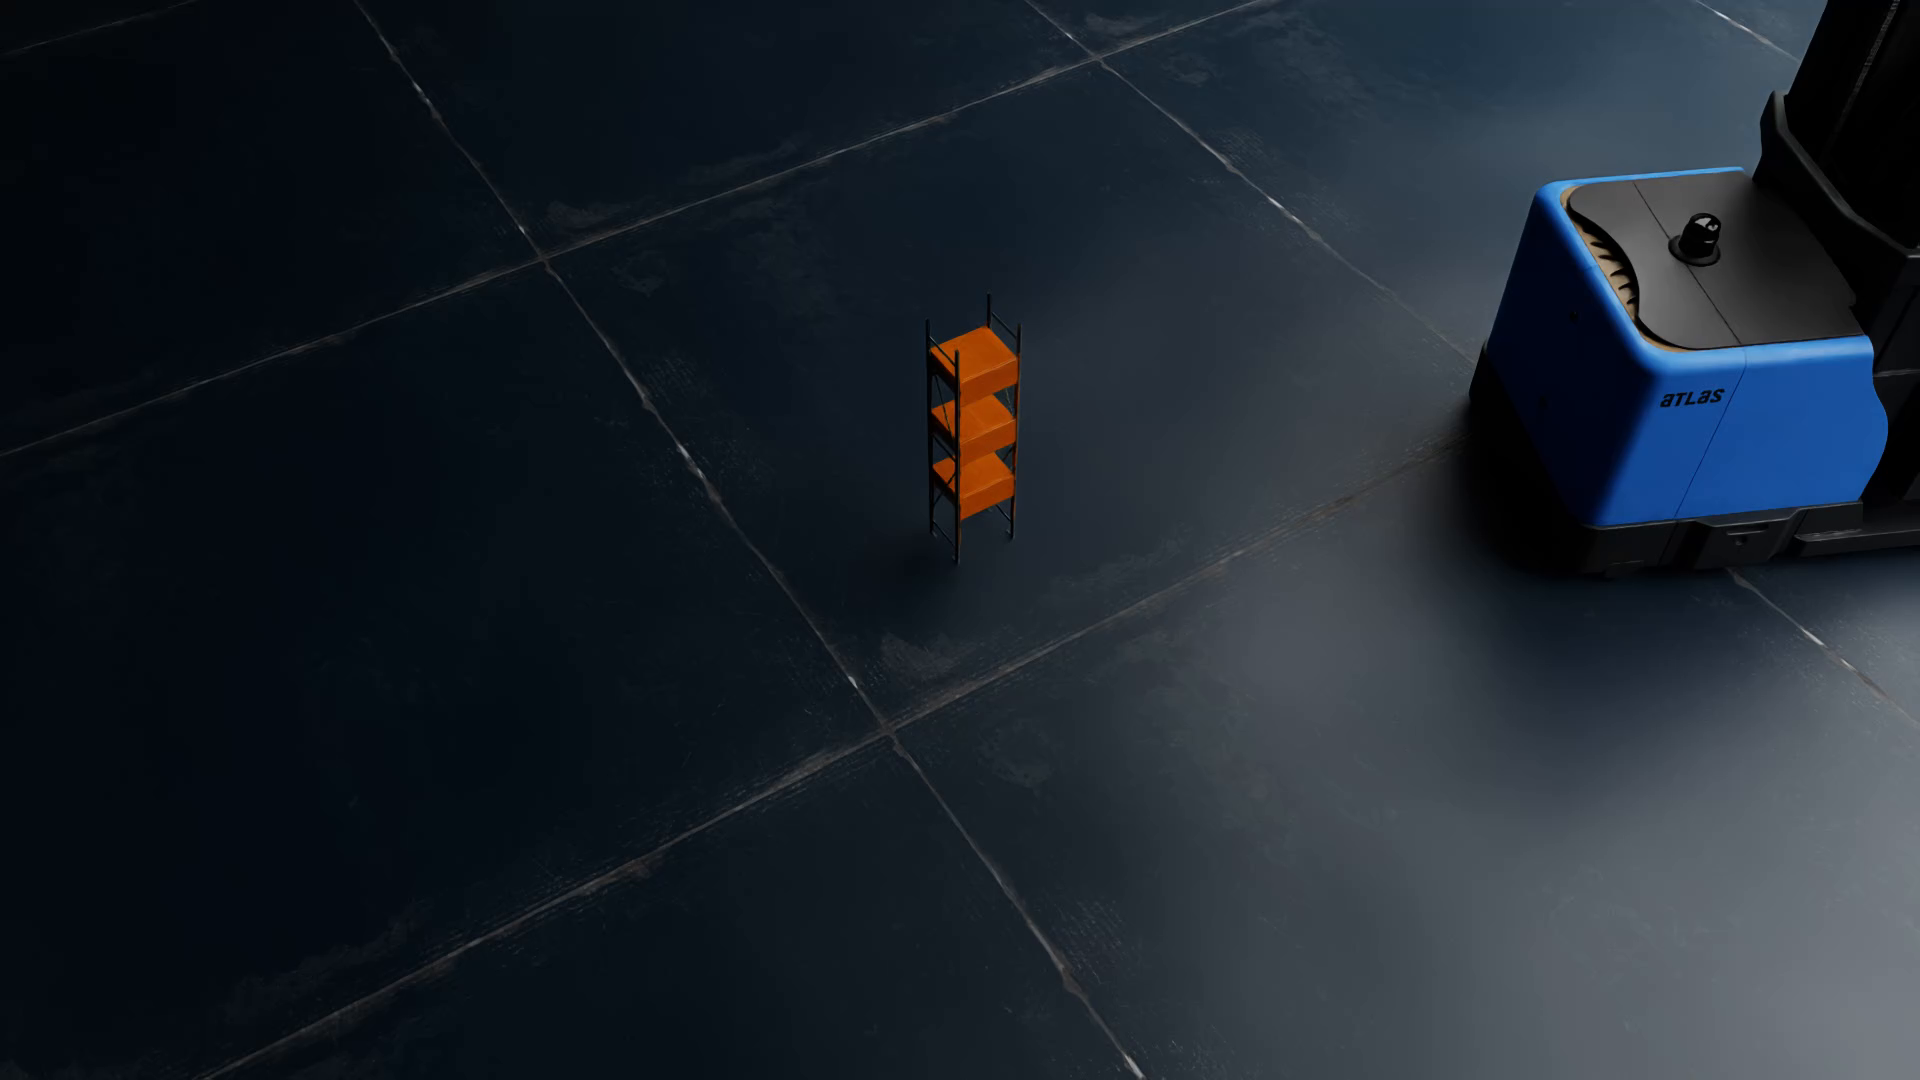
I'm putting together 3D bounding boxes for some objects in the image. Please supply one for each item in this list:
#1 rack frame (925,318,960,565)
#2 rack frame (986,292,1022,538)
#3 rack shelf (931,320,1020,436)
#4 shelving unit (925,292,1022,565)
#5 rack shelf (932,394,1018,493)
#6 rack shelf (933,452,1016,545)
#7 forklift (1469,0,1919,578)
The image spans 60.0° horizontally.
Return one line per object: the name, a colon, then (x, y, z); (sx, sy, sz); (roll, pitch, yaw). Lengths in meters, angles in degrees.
rack frame: (-0.058, -0.322, 5.834); (0.008, 1.050, 0.200); (-25, 53, -21)
rack frame: (0.148, -0.419, 5.920); (0.008, 1.050, 0.200); (-25, 53, -21)
rack shelf: (0.045, -0.552, 5.673); (0.240, 0.259, 0.215); (-25, 53, -21)
shelving unit: (0.045, -0.370, 5.877); (0.252, 1.050, 0.215); (-25, 53, -21)
rack shelf: (0.045, -0.363, 5.885); (0.240, 0.259, 0.215); (-25, 53, -21)
rack shelf: (0.045, -0.179, 6.092); (0.240, 0.259, 0.215); (-25, 53, -21)
forklift: (3.599, -1.332, 5.474); (3.031, 2.935, 1.130); (-6, 49, -5)
